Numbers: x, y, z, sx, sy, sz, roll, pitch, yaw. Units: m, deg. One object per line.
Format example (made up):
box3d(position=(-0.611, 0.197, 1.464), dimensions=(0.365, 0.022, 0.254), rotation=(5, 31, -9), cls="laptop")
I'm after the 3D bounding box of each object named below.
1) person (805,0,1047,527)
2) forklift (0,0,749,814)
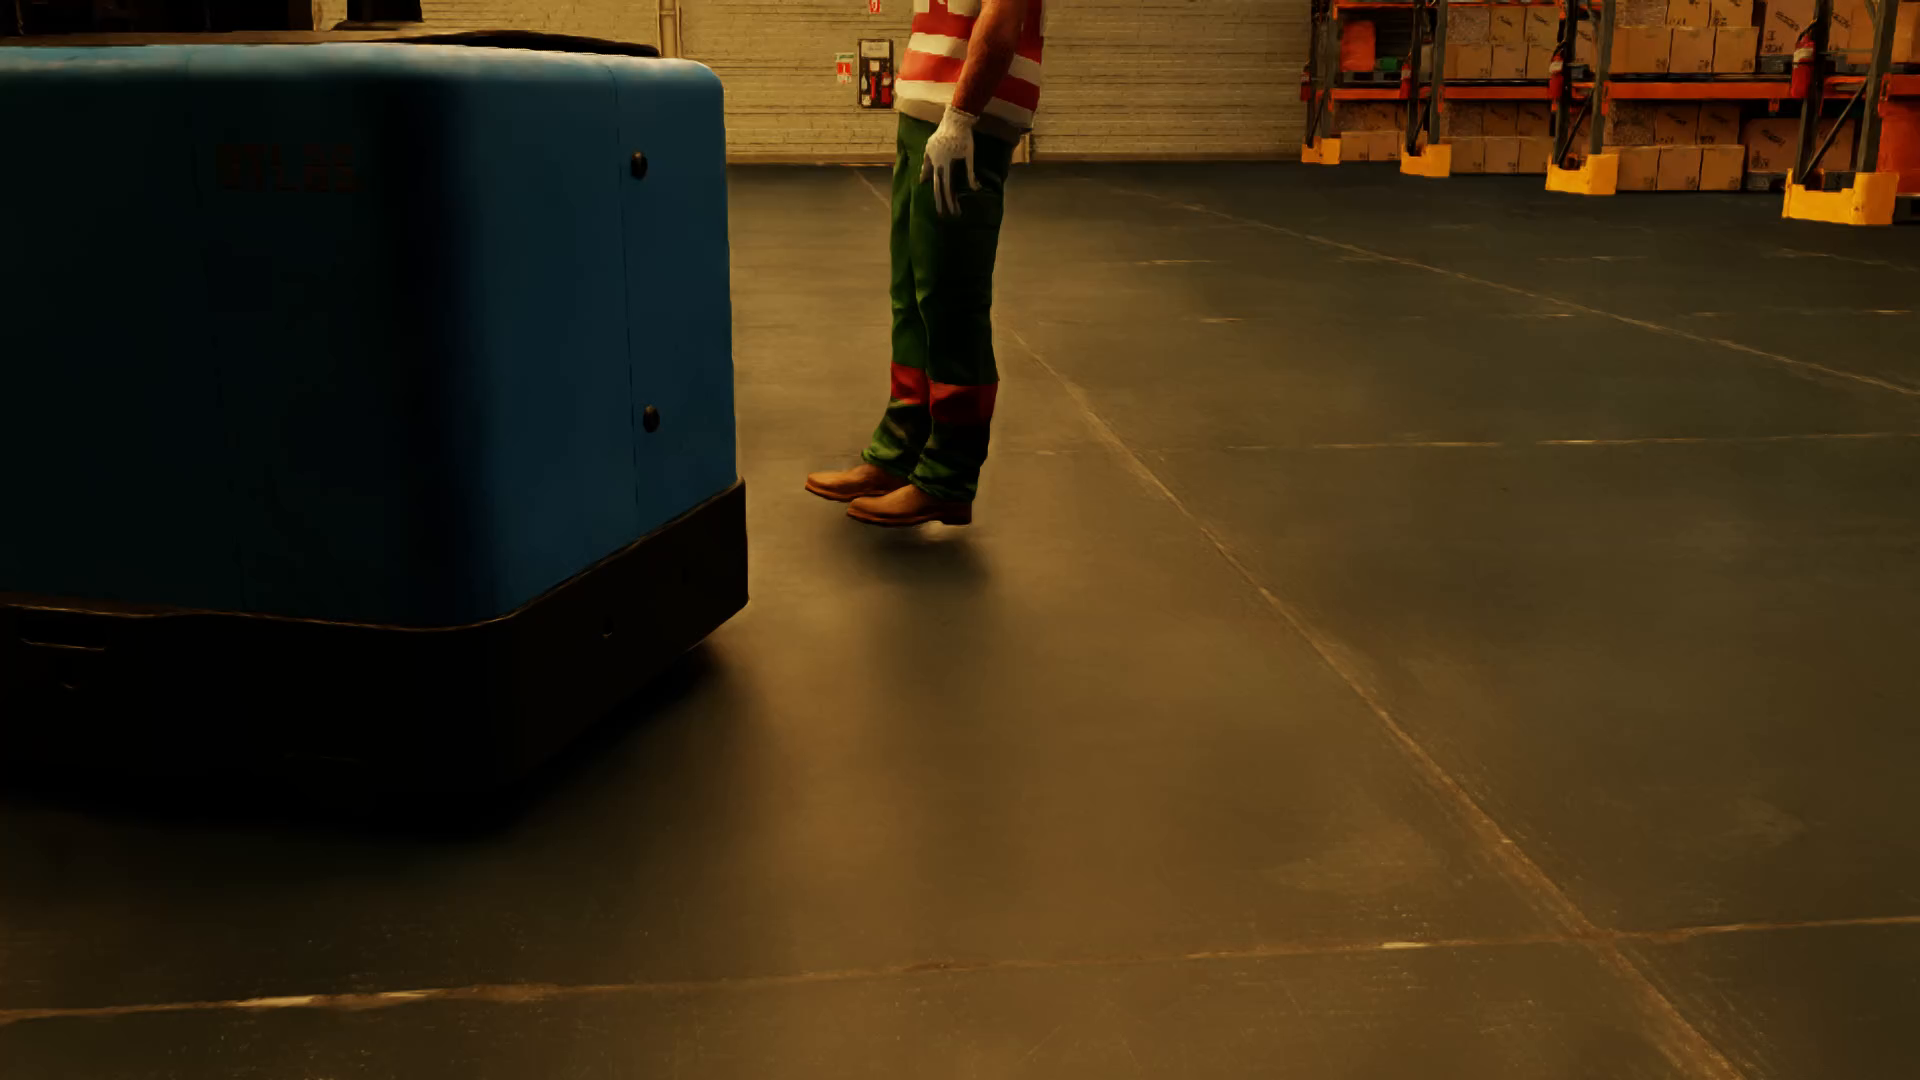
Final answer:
box3d(position=(-0.083, -0.909, 3.693), dimensions=(0.556, 1.787, 0.635), rotation=(-1, 15, -6), cls="person")
box3d(position=(-1.981, -1.213, 2.785), dimensions=(3.031, 2.935, 1.130), rotation=(4, 15, 14), cls="forklift")
